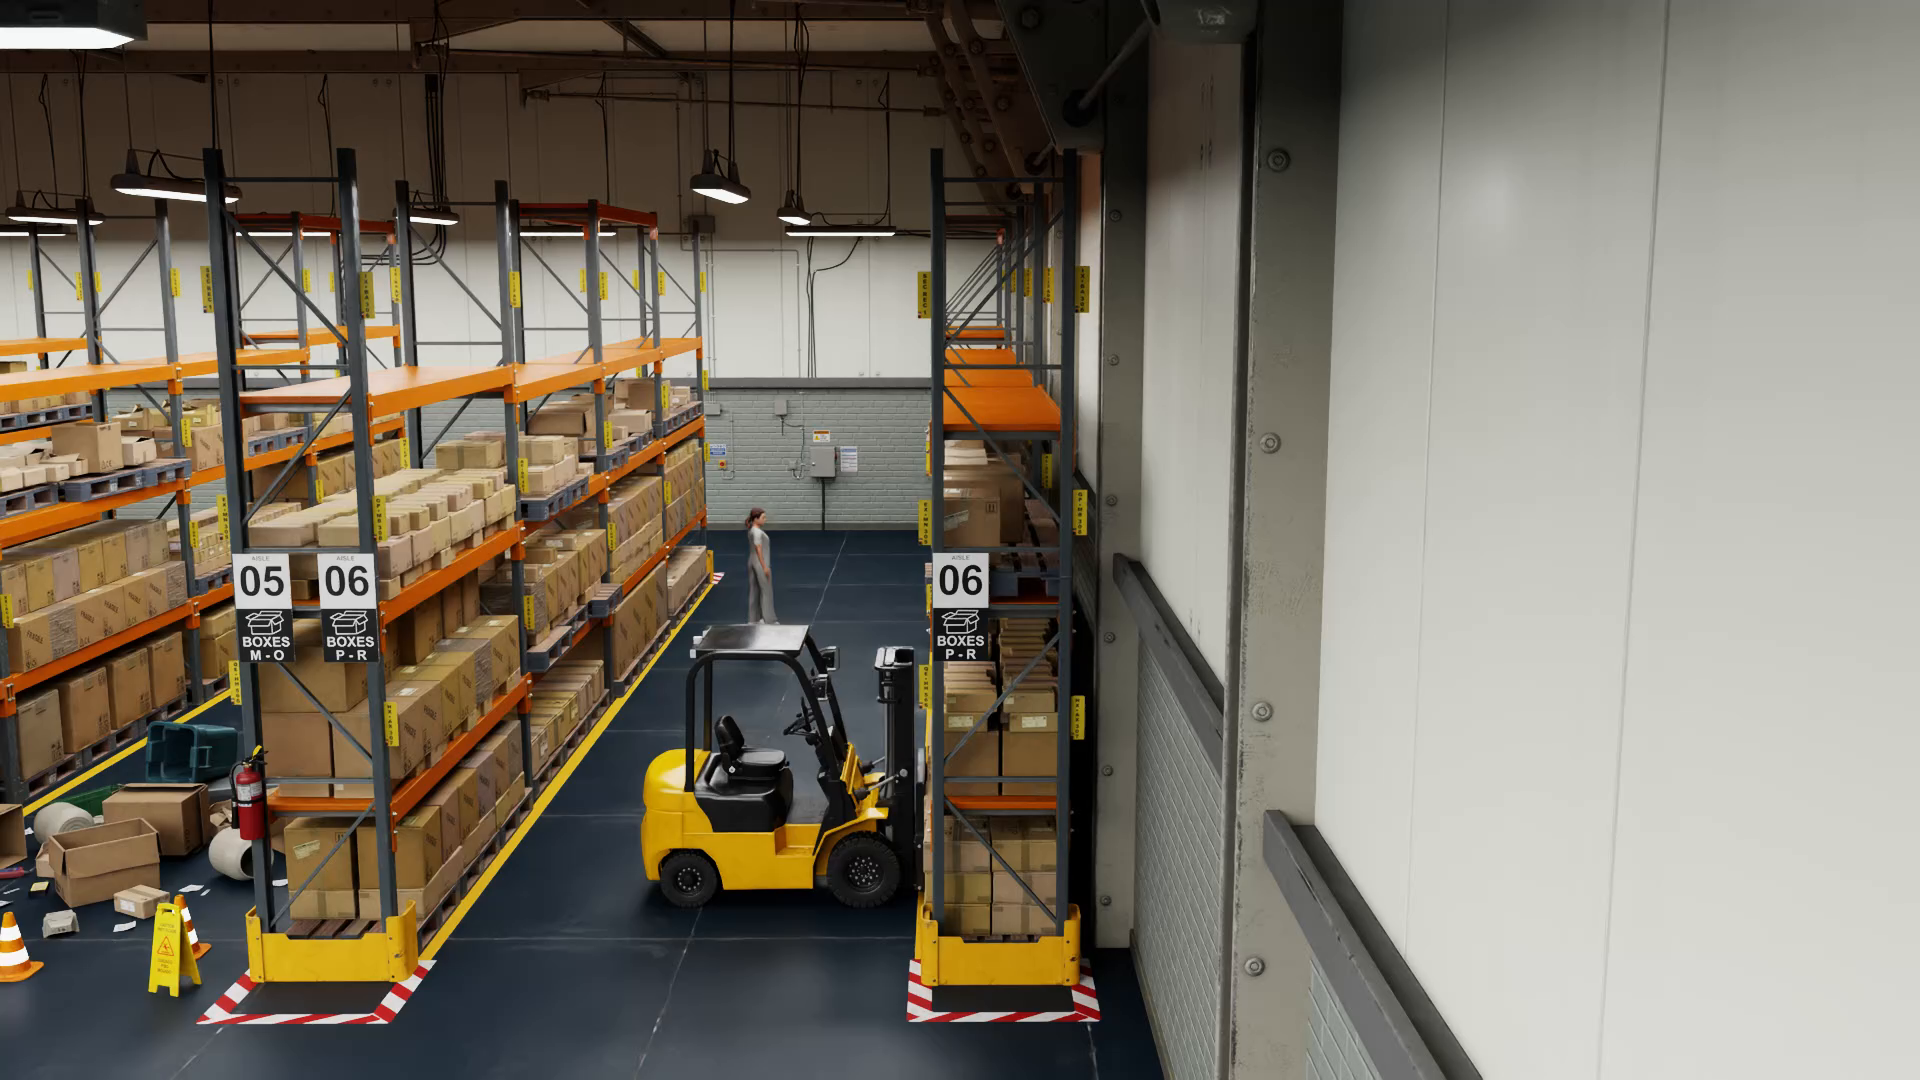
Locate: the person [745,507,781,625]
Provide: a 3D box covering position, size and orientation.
[{"bbox_3d":[-2.735,0.380,22.961,0.416,1.679,0.516,-7,11,-37],"label":"person"}]
